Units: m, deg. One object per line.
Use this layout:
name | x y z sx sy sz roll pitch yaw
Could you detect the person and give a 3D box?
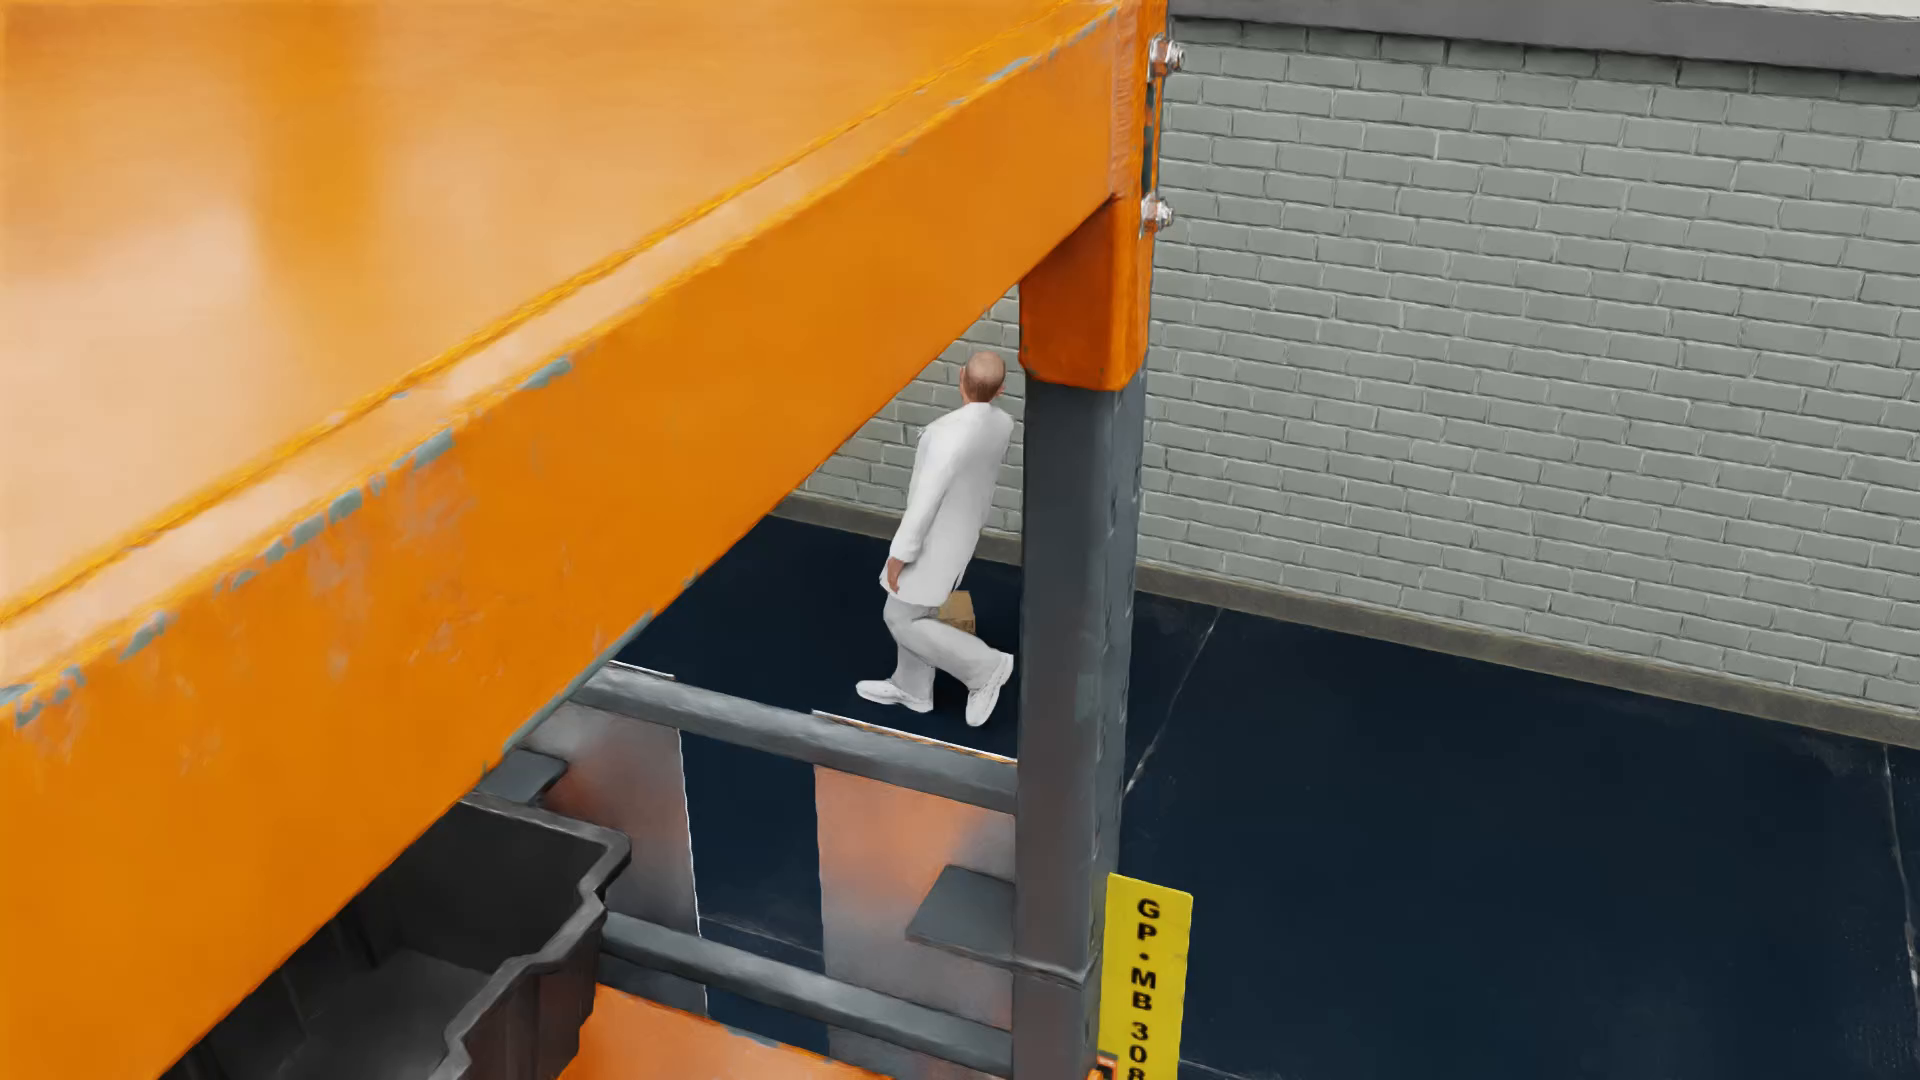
person | -0.105 0.000 7.189 0.749 1.733 0.683 10 31 18
